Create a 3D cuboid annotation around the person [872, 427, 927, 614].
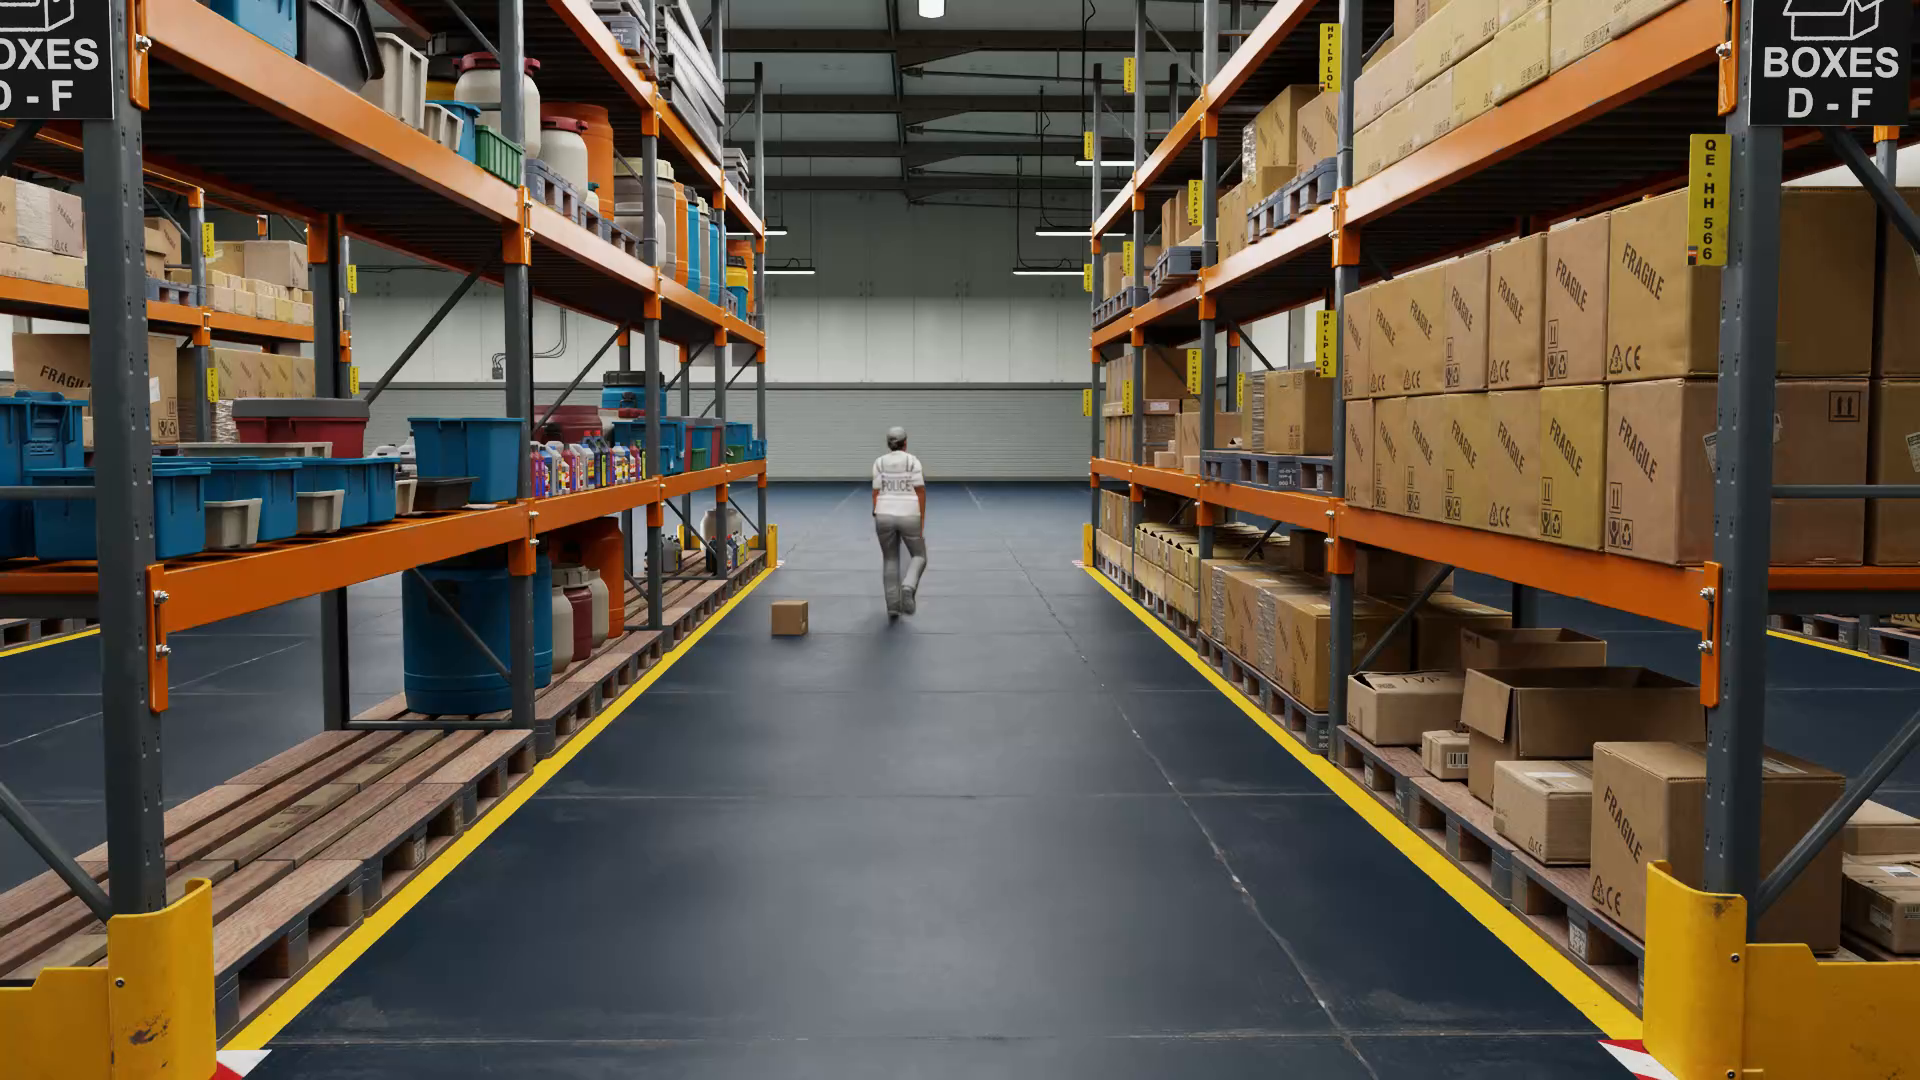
[{"bbox_3d":[-0.537,-0.169,14.640,0.486,1.653,0.484,1,4,8],"label":"person"}]
